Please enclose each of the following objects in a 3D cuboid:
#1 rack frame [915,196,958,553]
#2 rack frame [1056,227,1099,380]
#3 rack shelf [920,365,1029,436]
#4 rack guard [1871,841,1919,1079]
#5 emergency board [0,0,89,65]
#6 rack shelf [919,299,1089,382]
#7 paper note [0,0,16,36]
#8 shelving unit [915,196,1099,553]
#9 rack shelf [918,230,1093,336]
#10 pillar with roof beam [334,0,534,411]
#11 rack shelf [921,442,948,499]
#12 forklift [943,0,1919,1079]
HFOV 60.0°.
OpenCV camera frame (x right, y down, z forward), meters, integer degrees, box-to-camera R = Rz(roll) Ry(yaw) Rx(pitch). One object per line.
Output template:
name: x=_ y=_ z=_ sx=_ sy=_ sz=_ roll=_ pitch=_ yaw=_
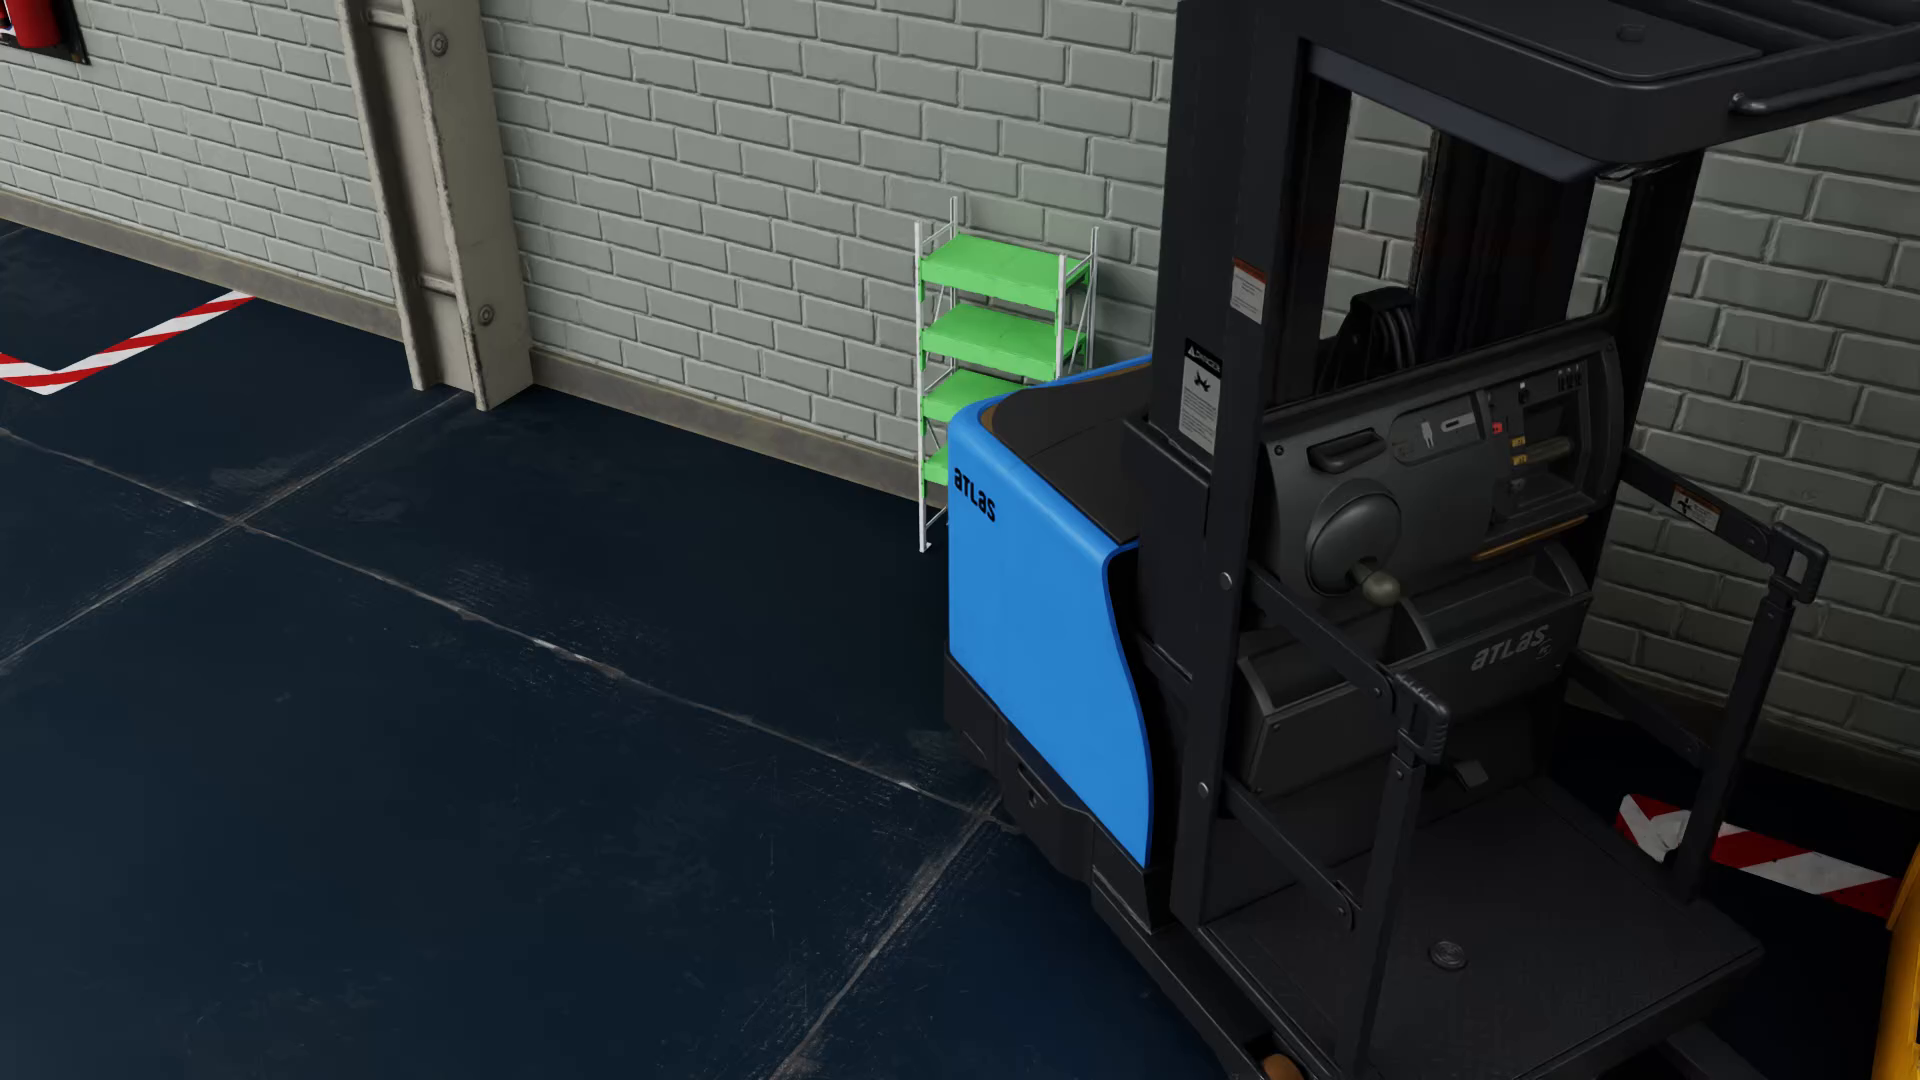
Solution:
rack frame: x=-0.072 y=-0.516 z=5.442 sx=0.015 sy=1.200 sz=0.240 roll=17 pitch=37 yaw=24
rack frame: x=0.354 y=-0.384 z=5.244 sx=0.015 sy=1.200 sz=0.240 roll=17 pitch=37 yaw=24
rack shelf: x=0.141 y=-0.397 z=5.378 sx=0.480 sy=0.148 sz=0.258 roll=17 pitch=37 yaw=24
rack guard: x=2.290 y=1.056 z=3.713 sx=0.348 sy=0.500 sz=1.175 roll=18 pitch=37 yaw=24
emergency board: x=-4.075 y=-2.577 z=6.914 sx=0.643 sy=1.169 sz=0.194 roll=18 pitch=37 yaw=24
rack shelf: x=0.141 y=-0.596 z=5.245 sx=0.480 sy=0.148 sz=0.258 roll=17 pitch=37 yaw=24
paper note: x=-4.194 y=-2.292 z=7.281 sx=0.142 sy=0.148 sz=0.016 roll=18 pitch=37 yaw=24
shelving unit: x=0.141 y=-0.450 z=5.343 sx=0.503 sy=1.200 sz=0.258 roll=17 pitch=37 yaw=24
rack shelf: x=0.141 y=-0.796 z=5.112 sx=0.480 sy=0.148 sz=0.258 roll=17 pitch=37 yaw=24
pillar with roof beam: x=-4.084 y=-2.304 z=1.092 sx=0.400 sy=9.000 sz=9.100 roll=18 pitch=37 yaw=24
rack shelf: x=0.141 y=-0.197 z=5.511 sx=0.480 sy=0.148 sz=0.258 roll=17 pitch=37 yaw=24
forklift: x=1.110 y=-0.088 z=3.238 sx=1.130 sy=2.935 sz=3.031 roll=-17 pitch=37 yaw=-24
